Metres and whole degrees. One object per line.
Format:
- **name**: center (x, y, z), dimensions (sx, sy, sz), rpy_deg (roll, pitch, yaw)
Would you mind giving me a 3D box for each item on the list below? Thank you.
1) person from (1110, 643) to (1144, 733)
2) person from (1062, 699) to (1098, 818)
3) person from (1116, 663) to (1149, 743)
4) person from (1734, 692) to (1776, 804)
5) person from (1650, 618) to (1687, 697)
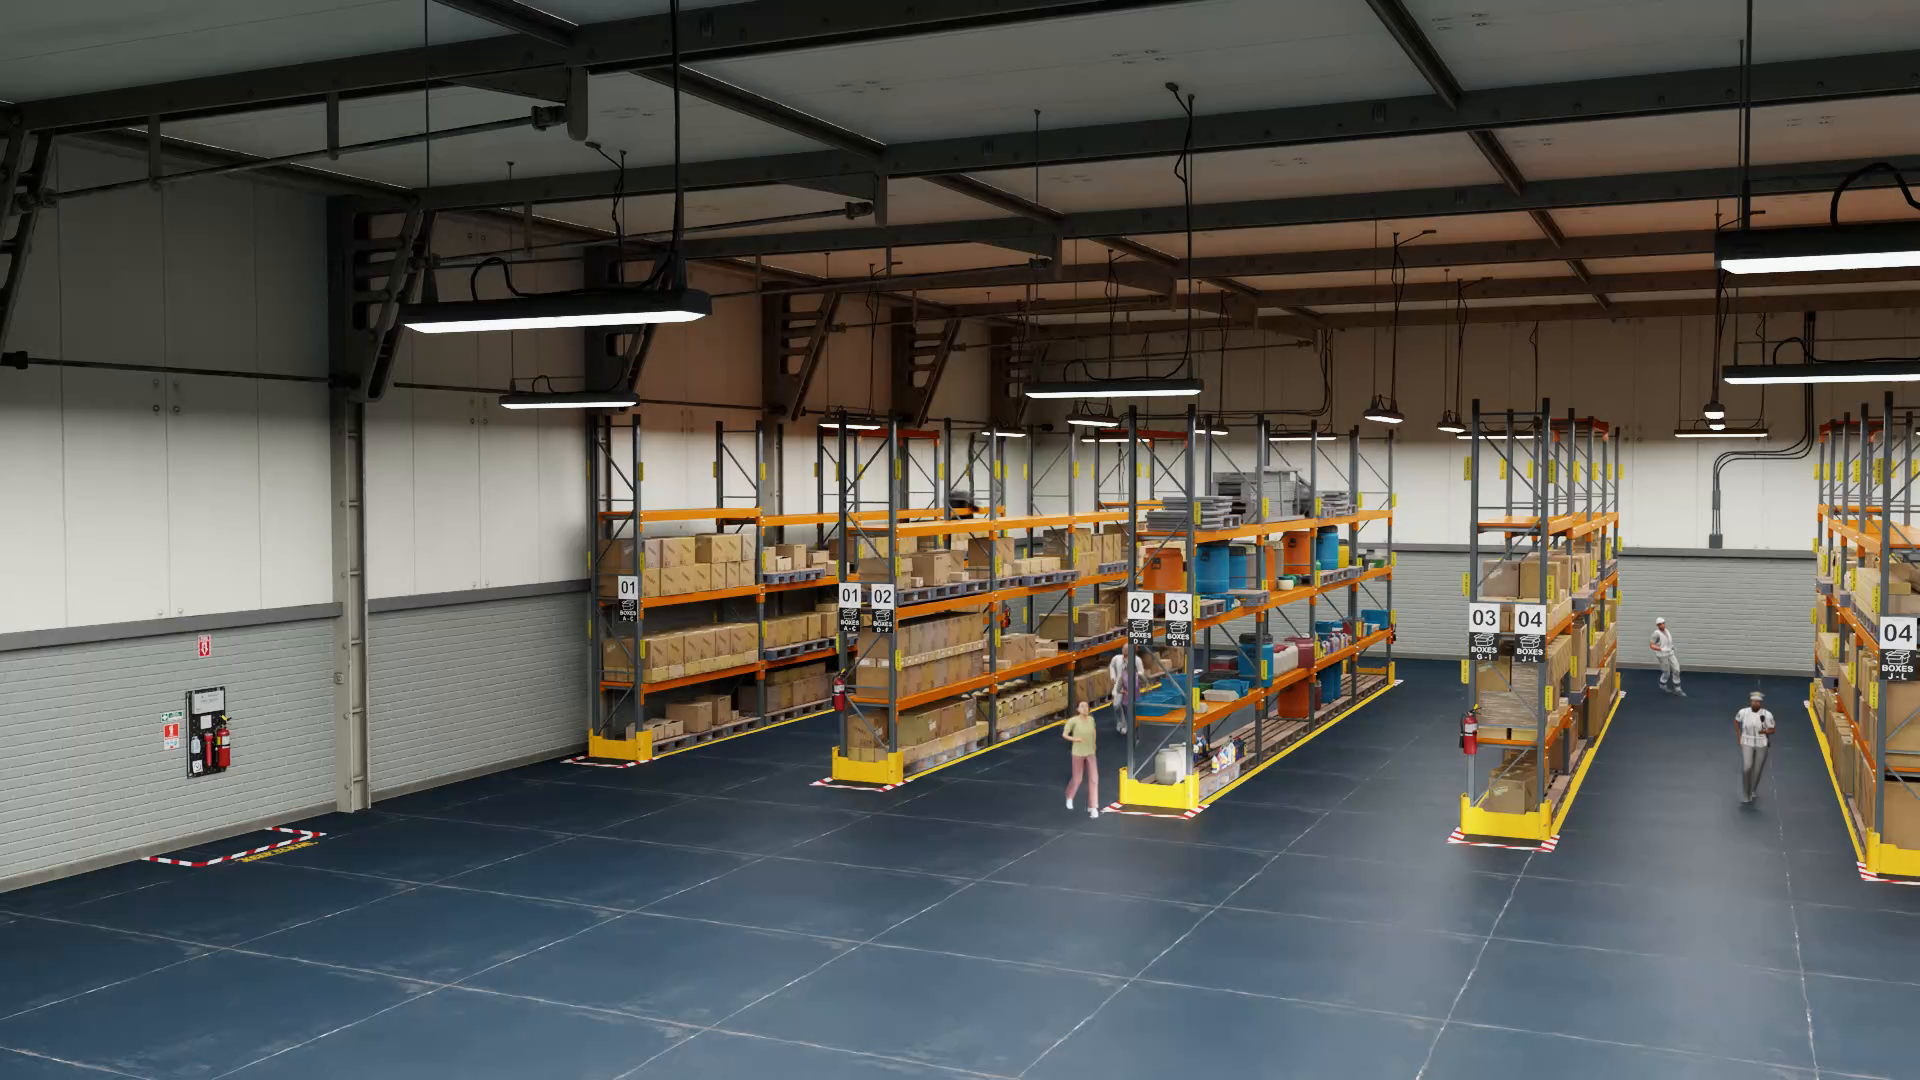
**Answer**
- **person**: center (3.149, 2.825, 31.629), dimensions (0.707, 1.736, 0.694), rpy_deg (1, 2, 16)
- **person**: center (1.776, 3.157, 24.291), dimensions (0.596, 1.689, 0.859), rpy_deg (-1, 3, -22)
- **person**: center (3.108, 2.972, 30.015), dimensions (0.566, 1.528, 0.742), rpy_deg (0, 2, 10)
- **person**: center (12.017, 3.135, 25.145), dimensions (0.559, 1.717, 0.758), rpy_deg (1, 3, 21)
- **person**: center (15.732, 2.606, 37.120), dimensions (0.738, 1.763, 0.758), rpy_deg (-1, 2, -20)
